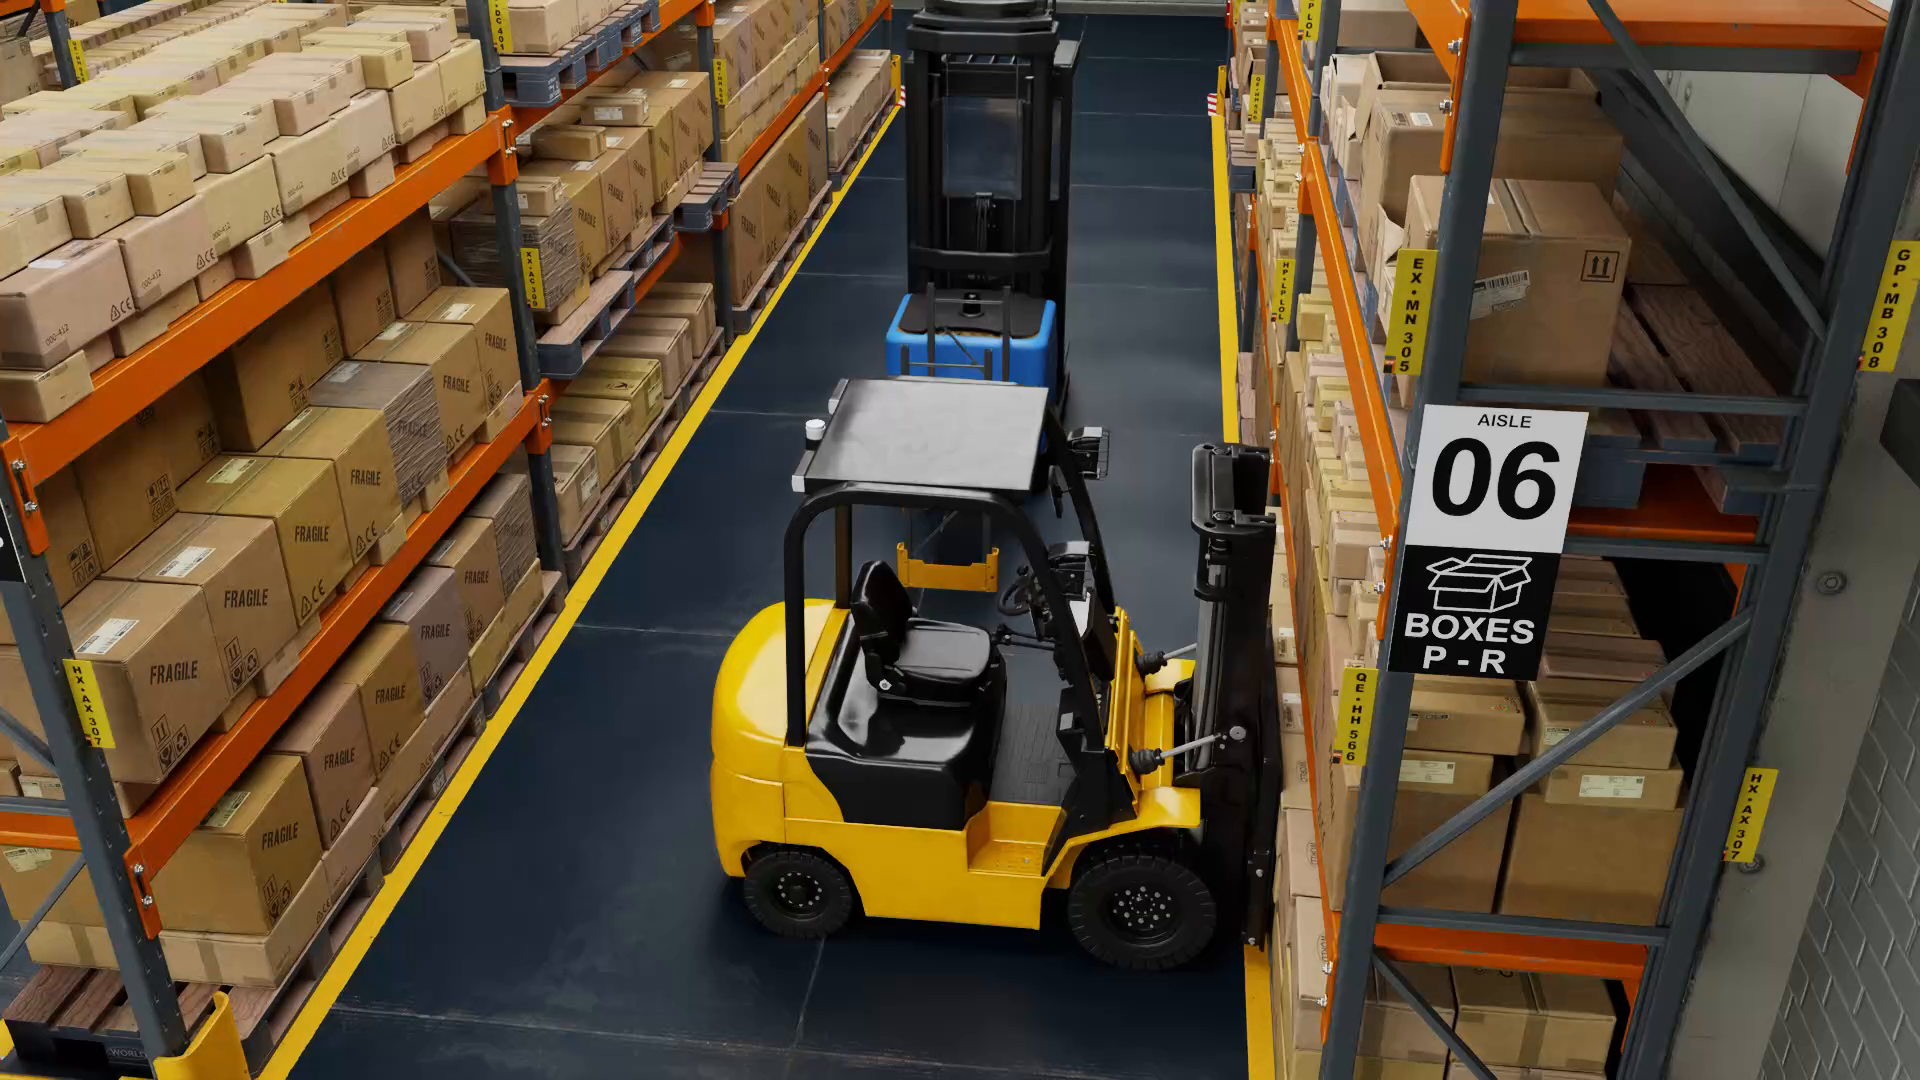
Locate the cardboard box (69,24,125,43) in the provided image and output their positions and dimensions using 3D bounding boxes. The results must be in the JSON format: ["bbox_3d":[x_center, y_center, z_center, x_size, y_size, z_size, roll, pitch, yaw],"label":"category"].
[{"bbox_3d":[-7.452,-4.343,14.343,0.380,0.149,0.250,5,29,9],"label":"cardboard box"}]

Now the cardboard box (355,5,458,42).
[{"bbox_3d":[-2.605,-2.417,7.835,0.380,0.149,0.250,4,29,7],"label":"cardboard box"}]

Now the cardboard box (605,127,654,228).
[{"bbox_3d":[-2.254,-2.292,10.479,0.500,0.500,0.500,2,28,4],"label":"cardboard box"}]

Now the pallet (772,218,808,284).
[{"bbox_3d":[-1.969,-2.612,14.876,1.003,0.211,1.213,3,28,6],"label":"pallet"}]

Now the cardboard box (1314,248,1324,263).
[{"bbox_3d":[2.061,-1.469,9.024,0.380,0.149,0.250,3,28,6],"label":"cardboard box"}]

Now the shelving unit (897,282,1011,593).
[{"bbox_3d":[-0.009,-0.624,9.828,0.587,1.500,1.083,3,28,6],"label":"shelving unit"}]

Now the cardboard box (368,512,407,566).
[{"bbox_3d":[-2.698,-0.018,7.385,0.380,0.149,0.250,4,29,7],"label":"cardboard box"}]

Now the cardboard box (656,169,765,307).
[{"bbox_3d":[-2.126,-2.470,13.470,0.875,0.875,0.875,3,28,6],"label":"cardboard box"}]

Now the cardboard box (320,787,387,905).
[{"bbox_3d":[-2.830,1.287,7.154,0.500,0.250,0.500,4,29,8],"label":"cardboard box"}]

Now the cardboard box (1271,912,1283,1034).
[{"bbox_3d":[1.468,1.705,6.380,0.500,0.250,0.500,3,28,6],"label":"cardboard box"}]

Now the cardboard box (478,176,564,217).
[{"bbox_3d":[-2.374,-1.864,9.001,0.380,0.149,0.250,3,28,6],"label":"cardboard box"}]

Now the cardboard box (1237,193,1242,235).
[{"bbox_3d":[2.720,-2.880,14.627,0.500,0.500,0.500,3,28,5],"label":"cardboard box"}]

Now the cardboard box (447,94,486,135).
[{"bbox_3d":[-2.518,-2.061,8.015,0.380,0.149,0.250,3,29,6],"label":"cardboard box"}]

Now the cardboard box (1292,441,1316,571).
[{"bbox_3d":[1.722,-0.097,7.161,0.500,0.500,0.500,3,28,6],"label":"cardboard box"}]

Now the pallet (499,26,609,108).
[{"bbox_3d":[-2.602,-2.540,8.837,1.213,0.211,1.003,3,28,6],"label":"pallet"}]

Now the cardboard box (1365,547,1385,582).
[{"bbox_3d":[1.597,0.155,5.696,0.380,0.149,0.250,4,29,7],"label":"cardboard box"}]

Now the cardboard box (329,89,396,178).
[{"bbox_3d":[-2.708,-1.702,6.929,0.500,0.250,0.500,3,28,5],"label":"cardboard box"}]

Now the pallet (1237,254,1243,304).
[{"bbox_3d":[2.915,-2.308,14.311,1.003,0.211,1.213,3,28,6],"label":"pallet"}]

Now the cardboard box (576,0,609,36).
[{"bbox_3d":[-2.252,-2.947,9.111,0.500,0.250,0.500,3,28,6],"label":"cardboard box"}]

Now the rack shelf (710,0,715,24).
[{"bbox_3d":[-2.048,-4.846,13.678,1.077,0.370,4.000,3,28,6],"label":"rack shelf"}]

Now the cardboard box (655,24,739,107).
[{"bbox_3d":[-1.990,-3.603,12.615,0.500,0.500,0.500,2,28,5],"label":"cardboard box"}]

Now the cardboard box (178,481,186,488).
[{"bbox_3d":[-3.349,-0.052,6.765,0.500,0.500,0.500,3,28,6],"label":"cardboard box"}]

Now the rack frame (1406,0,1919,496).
[{"bbox_3d":[1.654,-1.489,3.526,1.000,3.000,0.127,3,28,6],"label":"rack frame"}]

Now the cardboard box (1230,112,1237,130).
[{"bbox_3d":[3.175,-4.293,17.248,0.700,0.500,0.500,2,28,4],"label":"cardboard box"}]

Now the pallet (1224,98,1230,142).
[{"bbox_3d":[3.508,-4.741,18.827,1.003,0.211,1.213,3,28,6],"label":"pallet"}]

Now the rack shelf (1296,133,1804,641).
[{"bbox_3d":[1.899,-0.793,6.156,1.077,0.370,4.000,3,28,6],"label":"rack shelf"}]

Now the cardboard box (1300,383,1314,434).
[{"bbox_3d":[1.705,-0.568,7.352,0.380,0.149,0.250,4,29,7],"label":"cardboard box"}]

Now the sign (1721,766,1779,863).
[{"bbox_3d":[2.204,0.771,4.660,0.100,0.325,0.005,3,28,6],"label":"sign"}]

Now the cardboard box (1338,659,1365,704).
[{"bbox_3d":[1.420,0.521,5.331,0.380,0.149,0.250,4,29,7],"label":"cardboard box"}]

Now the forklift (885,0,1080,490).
[{"bbox_3d":[0.216,-2.288,11.407,1.130,2.935,3.031,3,29,6],"label":"forklift"}]

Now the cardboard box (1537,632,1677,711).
[{"bbox_3d":[2.002,0.424,5.197,0.380,0.149,0.250,4,29,8],"label":"cardboard box"}]

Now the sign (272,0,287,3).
[{"bbox_3d":[-3.334,-2.770,8.105,0.100,0.325,0.005,3,28,6],"label":"sign"}]

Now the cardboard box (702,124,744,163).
[{"bbox_3d":[-1.983,-3.050,12.907,0.500,0.250,0.500,3,28,5],"label":"cardboard box"}]

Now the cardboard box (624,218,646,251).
[{"bbox_3d":[-2.214,-1.946,10.521,0.380,0.149,0.250,4,29,8],"label":"cardboard box"}]

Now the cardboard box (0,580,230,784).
[{"bbox_3d":[-2.940,0.484,5.771,0.500,0.500,0.500,3,28,5],"label":"cardboard box"}]

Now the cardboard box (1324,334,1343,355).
[{"bbox_3d":[1.846,-0.810,7.487,0.380,0.149,0.250,3,28,5],"label":"cardboard box"}]

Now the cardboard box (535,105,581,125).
[{"bbox_3d":[-2.693,-2.566,10.988,0.500,0.500,0.500,4,29,7],"label":"cardboard box"}]

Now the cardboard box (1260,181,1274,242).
[{"bbox_3d":[2.193,-2.092,10.602,0.500,0.250,0.500,3,28,5],"label":"cardboard box"}]

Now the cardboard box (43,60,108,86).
[{"bbox_3d":[-6.968,-3.685,13.122,0.380,0.149,0.250,3,28,6],"label":"cardboard box"}]

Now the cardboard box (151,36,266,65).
[{"bbox_3d":[-3.248,-2.079,7.208,0.380,0.149,0.250,3,28,6],"label":"cardboard box"}]

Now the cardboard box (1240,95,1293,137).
[{"bbox_3d":[2.442,-3.248,12.832,0.500,0.250,0.500,2,28,4],"label":"cardboard box"}]

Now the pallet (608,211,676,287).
[{"bbox_3d":[-2.495,-1.882,10.783,1.003,0.211,1.213,3,28,6],"label":"pallet"}]

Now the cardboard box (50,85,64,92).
[{"bbox_3d":[-6.960,-3.562,13.207,0.380,0.149,0.250,5,29,8],"label":"cardboard box"}]

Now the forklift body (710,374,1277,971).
[{"bbox_3d":[0.075,0.527,7.004,2.313,2.155,1.214,3,28,6],"label":"forklift body"}]

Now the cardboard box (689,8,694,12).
[{"bbox_3d":[-2.367,-4.119,13.573,0.500,0.500,0.500,3,28,6],"label":"cardboard box"}]

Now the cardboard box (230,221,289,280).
[{"bbox_3d":[-2.756,-1.090,6.213,0.380,0.149,0.250,4,29,7],"label":"cardboard box"}]

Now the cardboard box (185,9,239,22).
[{"bbox_3d":[-6.714,-4.672,14.955,0.380,0.149,0.250,2,28,5],"label":"cardboard box"}]

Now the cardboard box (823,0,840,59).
[{"bbox_3d":[-1.485,-5.033,16.324,0.500,0.500,0.500,4,29,8],"label":"cardboard box"}]

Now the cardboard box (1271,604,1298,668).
[{"bbox_3d":[1.651,0.539,7.489,0.500,0.250,0.500,4,29,8],"label":"cardboard box"}]

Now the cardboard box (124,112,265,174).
[{"bbox_3d":[-2.767,-1.439,6.020,0.380,0.149,0.250,4,29,8],"label":"cardboard box"}]

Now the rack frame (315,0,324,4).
[{"bbox_3d":[-6.728,-5.023,16.412,1.000,3.000,0.127,3,28,6],"label":"rack frame"}]

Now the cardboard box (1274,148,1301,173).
[{"bbox_3d":[2.246,-2.438,10.824,0.380,0.149,0.250,4,29,7],"label":"cardboard box"}]

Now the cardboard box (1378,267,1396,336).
[{"bbox_3d":[1.454,-0.694,4.931,0.380,0.149,0.250,3,28,5],"label":"cardboard box"}]

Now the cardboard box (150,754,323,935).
[{"bbox_3d":[-2.897,1.186,6.552,0.500,0.500,0.500,2,28,4],"label":"cardboard box"}]

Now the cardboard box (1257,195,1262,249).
[{"bbox_3d":[2.270,-2.117,11.174,0.500,0.250,0.500,3,28,5],"label":"cardboard box"}]
